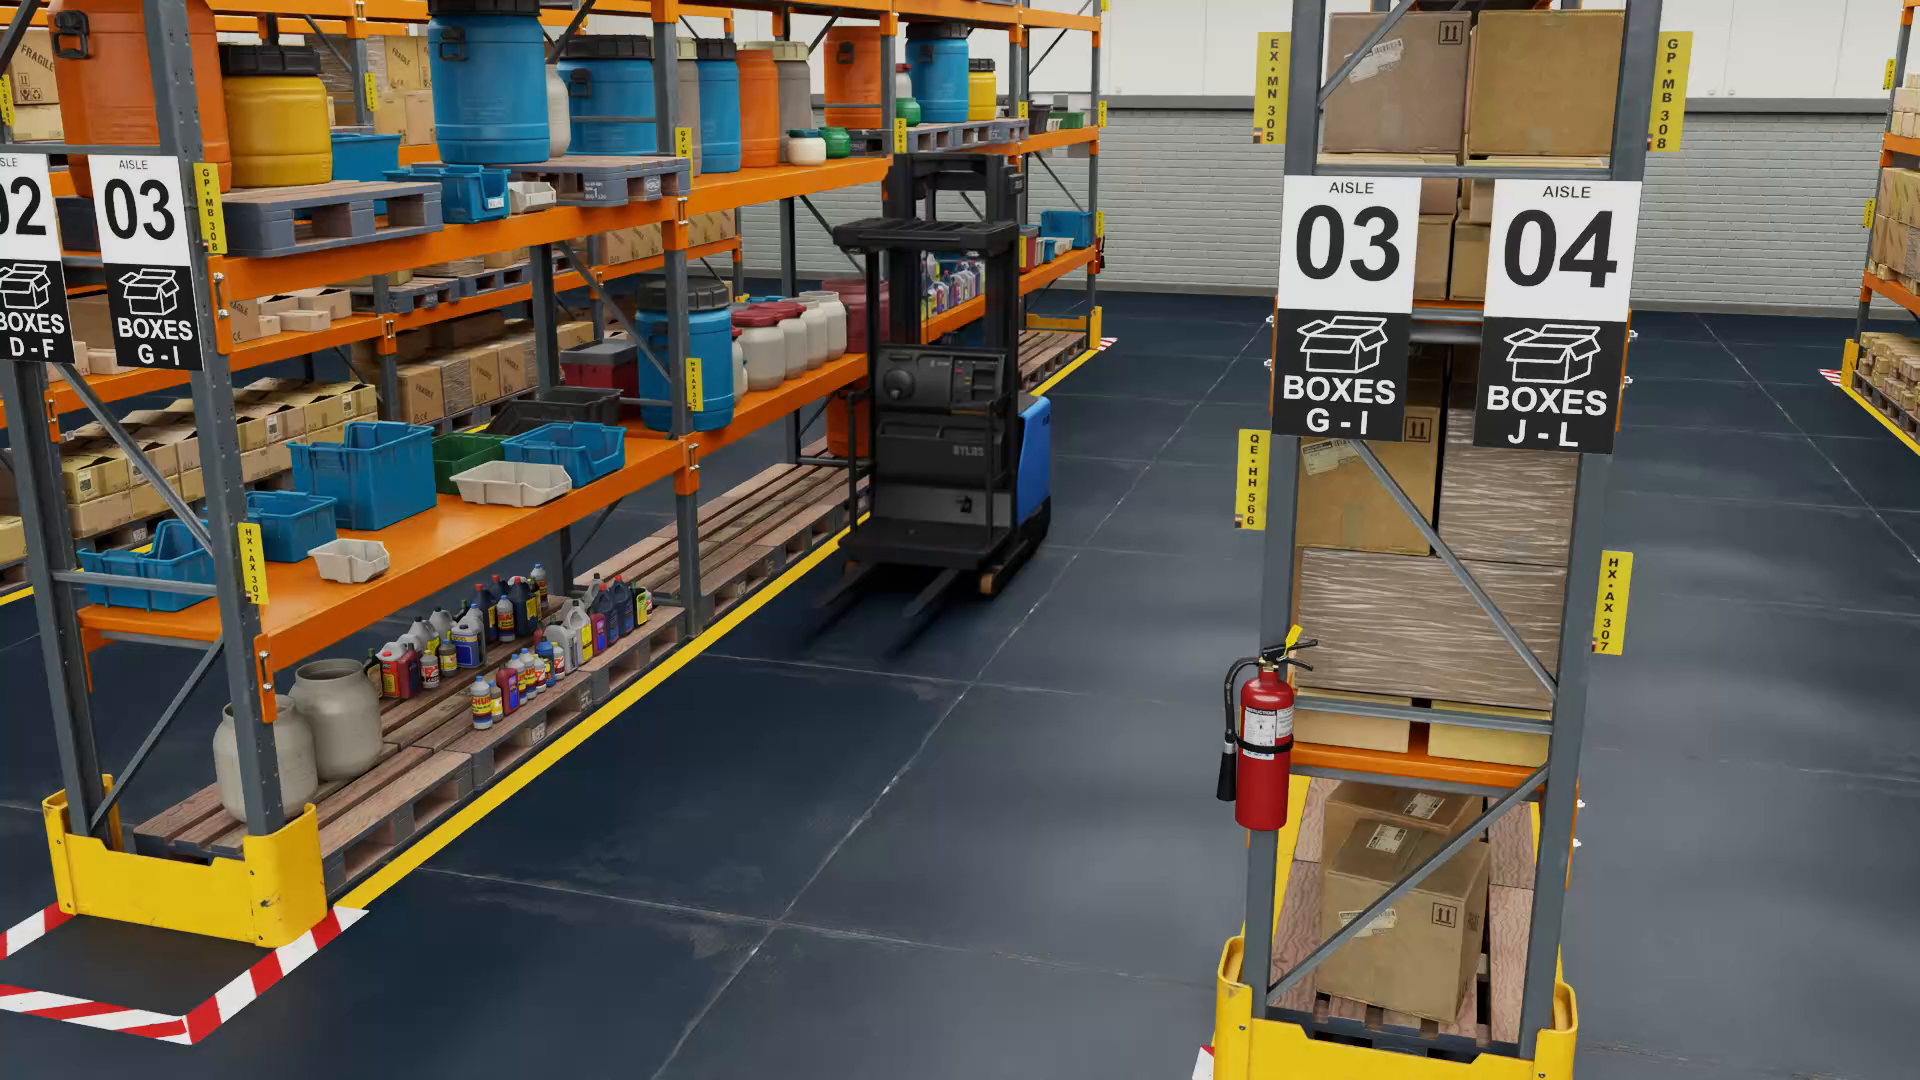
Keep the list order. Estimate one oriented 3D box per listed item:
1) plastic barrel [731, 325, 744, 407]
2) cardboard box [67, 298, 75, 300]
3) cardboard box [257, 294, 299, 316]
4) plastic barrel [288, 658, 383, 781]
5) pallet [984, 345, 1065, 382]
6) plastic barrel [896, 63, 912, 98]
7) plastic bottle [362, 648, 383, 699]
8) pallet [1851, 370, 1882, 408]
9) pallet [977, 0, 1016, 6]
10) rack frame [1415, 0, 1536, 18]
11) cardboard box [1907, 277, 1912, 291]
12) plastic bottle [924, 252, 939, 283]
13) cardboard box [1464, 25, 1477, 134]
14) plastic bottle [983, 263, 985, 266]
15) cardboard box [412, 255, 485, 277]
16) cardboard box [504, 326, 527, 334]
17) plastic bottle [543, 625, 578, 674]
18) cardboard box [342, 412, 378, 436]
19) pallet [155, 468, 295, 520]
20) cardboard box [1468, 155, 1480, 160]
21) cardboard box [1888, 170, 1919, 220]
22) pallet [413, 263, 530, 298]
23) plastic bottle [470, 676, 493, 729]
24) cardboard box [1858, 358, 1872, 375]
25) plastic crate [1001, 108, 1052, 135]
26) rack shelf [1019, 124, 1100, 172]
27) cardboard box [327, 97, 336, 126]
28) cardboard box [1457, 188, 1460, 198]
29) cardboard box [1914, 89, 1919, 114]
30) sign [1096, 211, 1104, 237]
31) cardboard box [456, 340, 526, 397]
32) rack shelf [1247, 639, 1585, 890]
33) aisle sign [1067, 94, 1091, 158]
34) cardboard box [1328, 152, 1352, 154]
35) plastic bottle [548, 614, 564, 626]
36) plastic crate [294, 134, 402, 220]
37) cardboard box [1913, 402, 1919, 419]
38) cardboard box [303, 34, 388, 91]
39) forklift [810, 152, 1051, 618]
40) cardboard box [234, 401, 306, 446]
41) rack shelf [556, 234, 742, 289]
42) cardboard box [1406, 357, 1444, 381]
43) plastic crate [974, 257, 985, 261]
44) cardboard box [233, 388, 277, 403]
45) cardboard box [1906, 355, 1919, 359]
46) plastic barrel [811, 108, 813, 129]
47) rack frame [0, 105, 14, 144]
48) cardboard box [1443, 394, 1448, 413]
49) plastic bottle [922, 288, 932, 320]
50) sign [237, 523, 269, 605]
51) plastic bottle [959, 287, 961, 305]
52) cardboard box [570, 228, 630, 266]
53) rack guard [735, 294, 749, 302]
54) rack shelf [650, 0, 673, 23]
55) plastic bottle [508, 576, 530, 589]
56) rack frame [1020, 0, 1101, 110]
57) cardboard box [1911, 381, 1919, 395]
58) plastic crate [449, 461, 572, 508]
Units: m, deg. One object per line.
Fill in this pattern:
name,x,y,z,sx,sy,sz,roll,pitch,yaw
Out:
plastic barrel,-1.669,-1.163,11.184,0.433,0.535,0.433,0,16,0
cardboard box,-9.923,-2.258,18.462,0.750,0.750,0.750,5,16,16
cardboard box,-6.202,-2.034,14.667,0.500,0.311,0.500,4,16,15
plastic barrel,-3.032,0.868,8.063,0.421,0.512,0.421,0,16,0
pallet,0.639,-2.131,19.957,1.003,0.211,1.213,5,16,16
plastic barrel,-0.655,-4.097,15.261,0.433,0.535,0.433,0,16,0
plastic bottle,-3.171,0.731,8.927,0.061,0.283,0.133,5,17,17
pallet,10.448,-1.637,18.216,1.003,0.211,1.213,5,16,16
pallet,-0.083,-5.341,16.249,1.003,0.211,1.213,5,16,16
rack frame,3.734,-4.413,11.896,1.000,3.000,0.127,5,16,16
cardboard box,9.934,-2.616,17.017,0.380,0.149,0.250,5,17,18
plastic bottle,-0.300,-2.856,17.492,0.144,0.351,0.185,5,16,16
cardboard box,2.714,-2.218,8.009,0.500,0.500,0.500,4,16,14
plastic bottle,0.320,-2.769,17.324,0.152,0.276,0.135,5,16,16
cardboard box,-5.249,-2.944,16.759,0.700,0.500,0.500,8,18,26
cardboard box,-5.138,-2.103,18.523,0.500,0.500,0.500,5,17,17
plastic bottle,-2.254,0.602,9.395,0.152,0.276,0.135,5,17,17
cardboard box,-5.678,-1.019,15.193,0.500,0.250,0.500,5,17,17
pallet,-6.382,-0.424,13.937,1.003,0.211,1.213,5,16,16
cardboard box,2.189,-1.457,6.517,0.380,0.149,0.250,4,16,15
cardboard box,10.215,-3.652,17.645,0.500,0.500,0.500,5,17,17
pallet,-5.214,-2.713,17.248,1.003,0.211,1.213,5,16,16
plastic bottle,-2.474,0.833,8.590,0.097,0.271,0.097,0,16,0
cardboard box,10.279,-1.927,18.581,0.380,0.149,0.250,5,17,17
plastic crate,0.738,-4.641,18.438,0.497,0.269,0.590,5,16,16
rack shelf,0.691,-4.578,19.292,1.077,0.370,4.000,5,16,16
cardboard box,-5.837,-3.746,14.547,0.500,0.250,0.500,3,16,12
cardboard box,1.647,-1.215,6.393,0.500,0.250,0.500,5,17,17
cardboard box,10.058,-4.458,16.909,0.500,0.250,0.500,5,17,17
sign,1.791,-4.044,21.291,0.100,0.325,0.005,5,16,16
cardboard box,-4.925,-1.807,17.478,0.500,0.500,0.500,4,16,14
rack shelf,2.029,0.389,7.279,1.077,0.370,4.000,5,16,16
aisle sign,1.560,-5.251,21.080,0.394,0.787,0.004,5,16,16
cardboard box,1.617,-1.433,6.432,0.380,0.149,0.250,4,16,13
plastic bottle,-2.310,0.555,9.547,0.061,0.283,0.133,5,16,16
plastic crate,-3.035,-1.775,8.124,0.392,0.384,0.575,5,16,16
cardboard box,9.550,-1.257,16.220,0.380,0.149,0.250,4,16,14
cardboard box,-5.632,-4.382,15.268,0.500,0.500,0.500,5,16,16
forklift,-0.198,-1.141,11.481,1.130,2.935,3.031,5,16,16
cardboard box,-5.963,-1.020,14.172,0.500,0.311,0.500,5,16,16
rack shelf,-4.057,-3.520,21.059,1.077,0.370,4.000,5,16,16
cardboard box,1.517,-0.400,6.183,0.500,0.500,0.500,5,16,16
plastic crate,0.183,-3.168,18.894,0.437,0.125,0.590,5,16,16
cardboard box,-6.334,-1.193,14.779,0.500,0.311,0.500,4,16,14
cardboard box,9.925,-1.796,17.028,0.380,0.149,0.250,5,16,16
plastic barrel,-1.396,-3.350,13.442,0.421,0.512,0.421,0,16,0
rack frame,-6.899,-4.136,10.919,1.000,3.000,0.127,5,16,16
cardboard box,2.235,-0.430,8.122,0.875,0.500,0.500,5,16,16
plastic bottle,-0.303,-2.156,15.147,0.061,0.283,0.133,5,16,16
sign,-2.762,0.093,6.498,0.100,0.325,0.005,5,16,16
plastic bottle,-0.038,-2.378,16.079,0.097,0.201,0.097,0,16,0
cardboard box,-4.220,-3.503,19.498,0.500,0.500,0.500,5,17,17
rack guard,-3.511,-3.166,23.077,1.175,0.500,0.348,5,16,16
rack shelf,-2.720,-2.689,7.869,1.077,0.370,4.000,5,16,16
plastic bottle,-2.728,0.370,10.212,0.152,0.276,0.135,5,17,18
rack frame,1.259,-6.890,20.630,1.000,3.000,0.127,5,16,16
cardboard box,9.726,-1.512,16.574,0.380,0.149,0.250,5,17,17
plastic crate,-2.370,-0.293,8.849,0.530,0.136,0.437,5,16,16
